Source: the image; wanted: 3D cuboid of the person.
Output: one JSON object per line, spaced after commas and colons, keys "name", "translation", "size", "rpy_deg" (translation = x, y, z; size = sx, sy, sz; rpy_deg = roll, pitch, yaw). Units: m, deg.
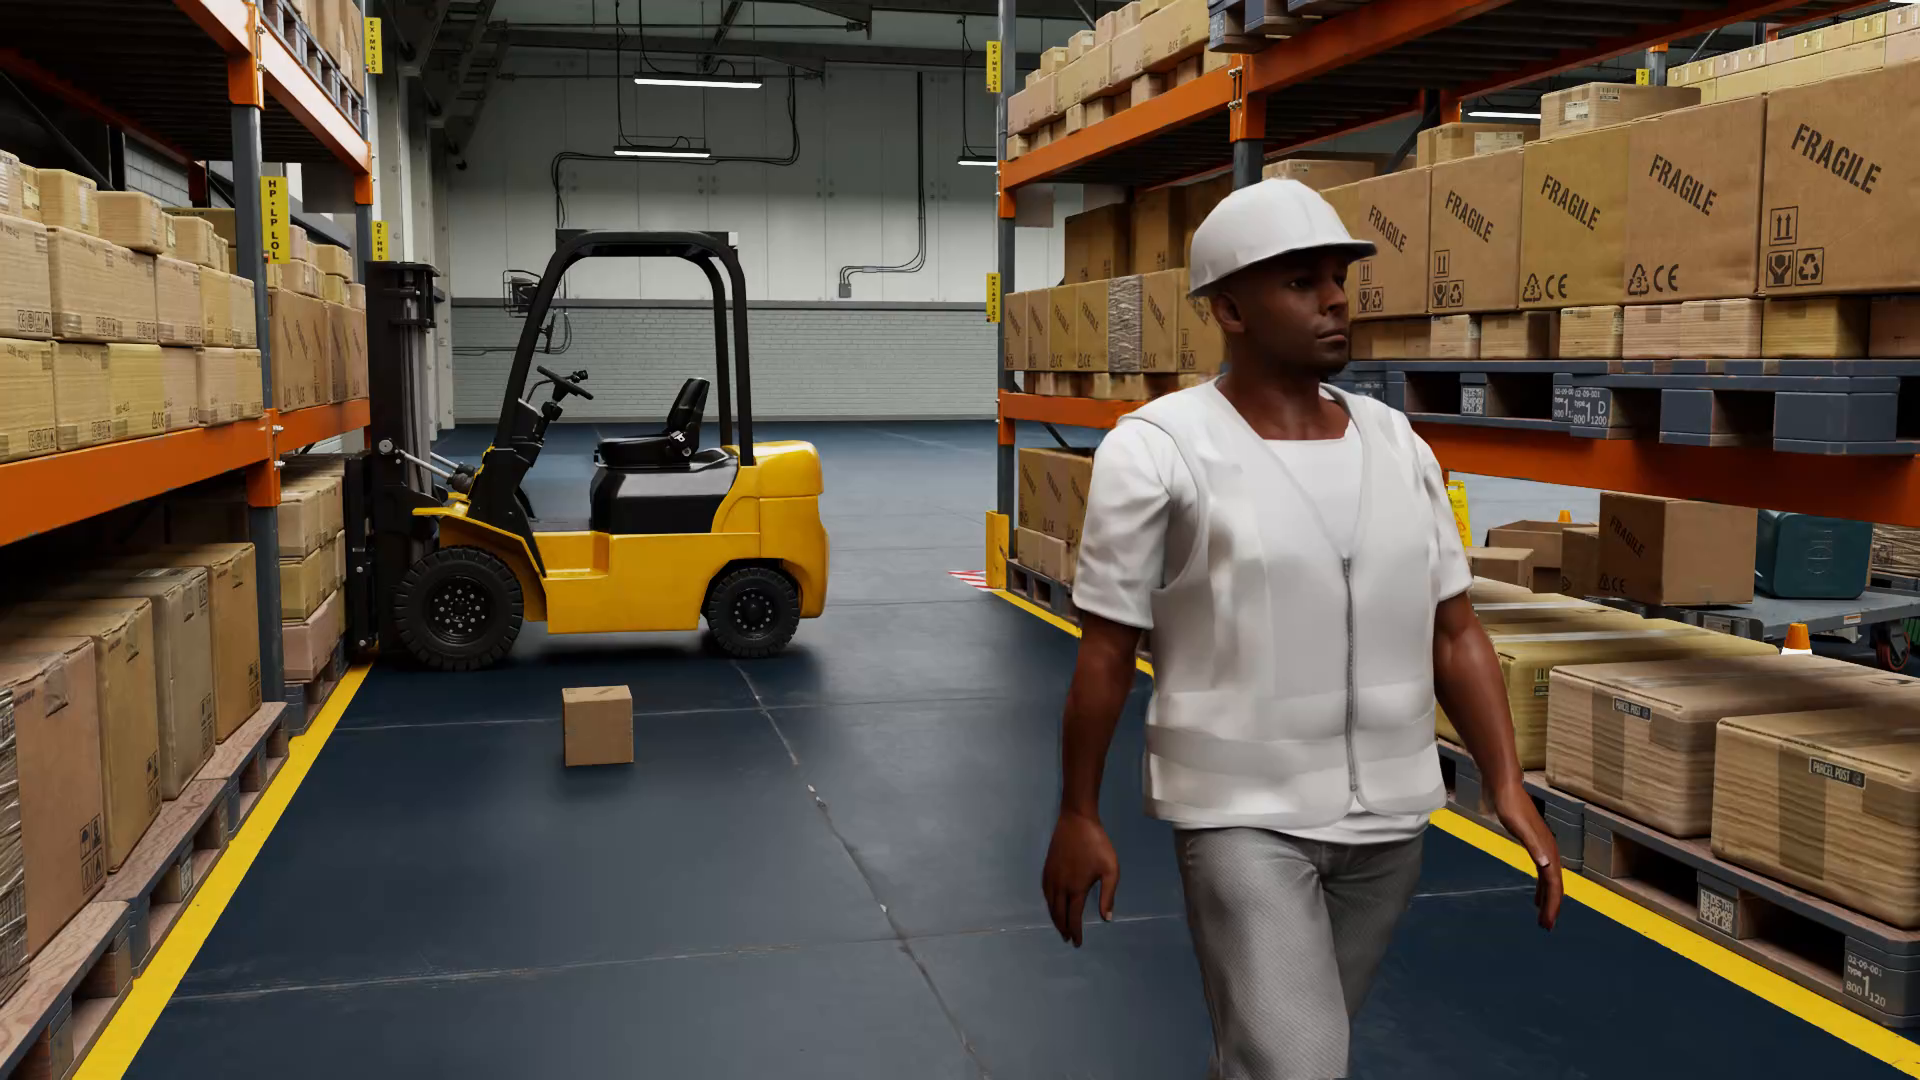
{"name": "person", "translation": [0.501, 0.373, 2.230], "size": [0.612, 1.710, 0.989], "rpy_deg": [-2, 7, -22]}
